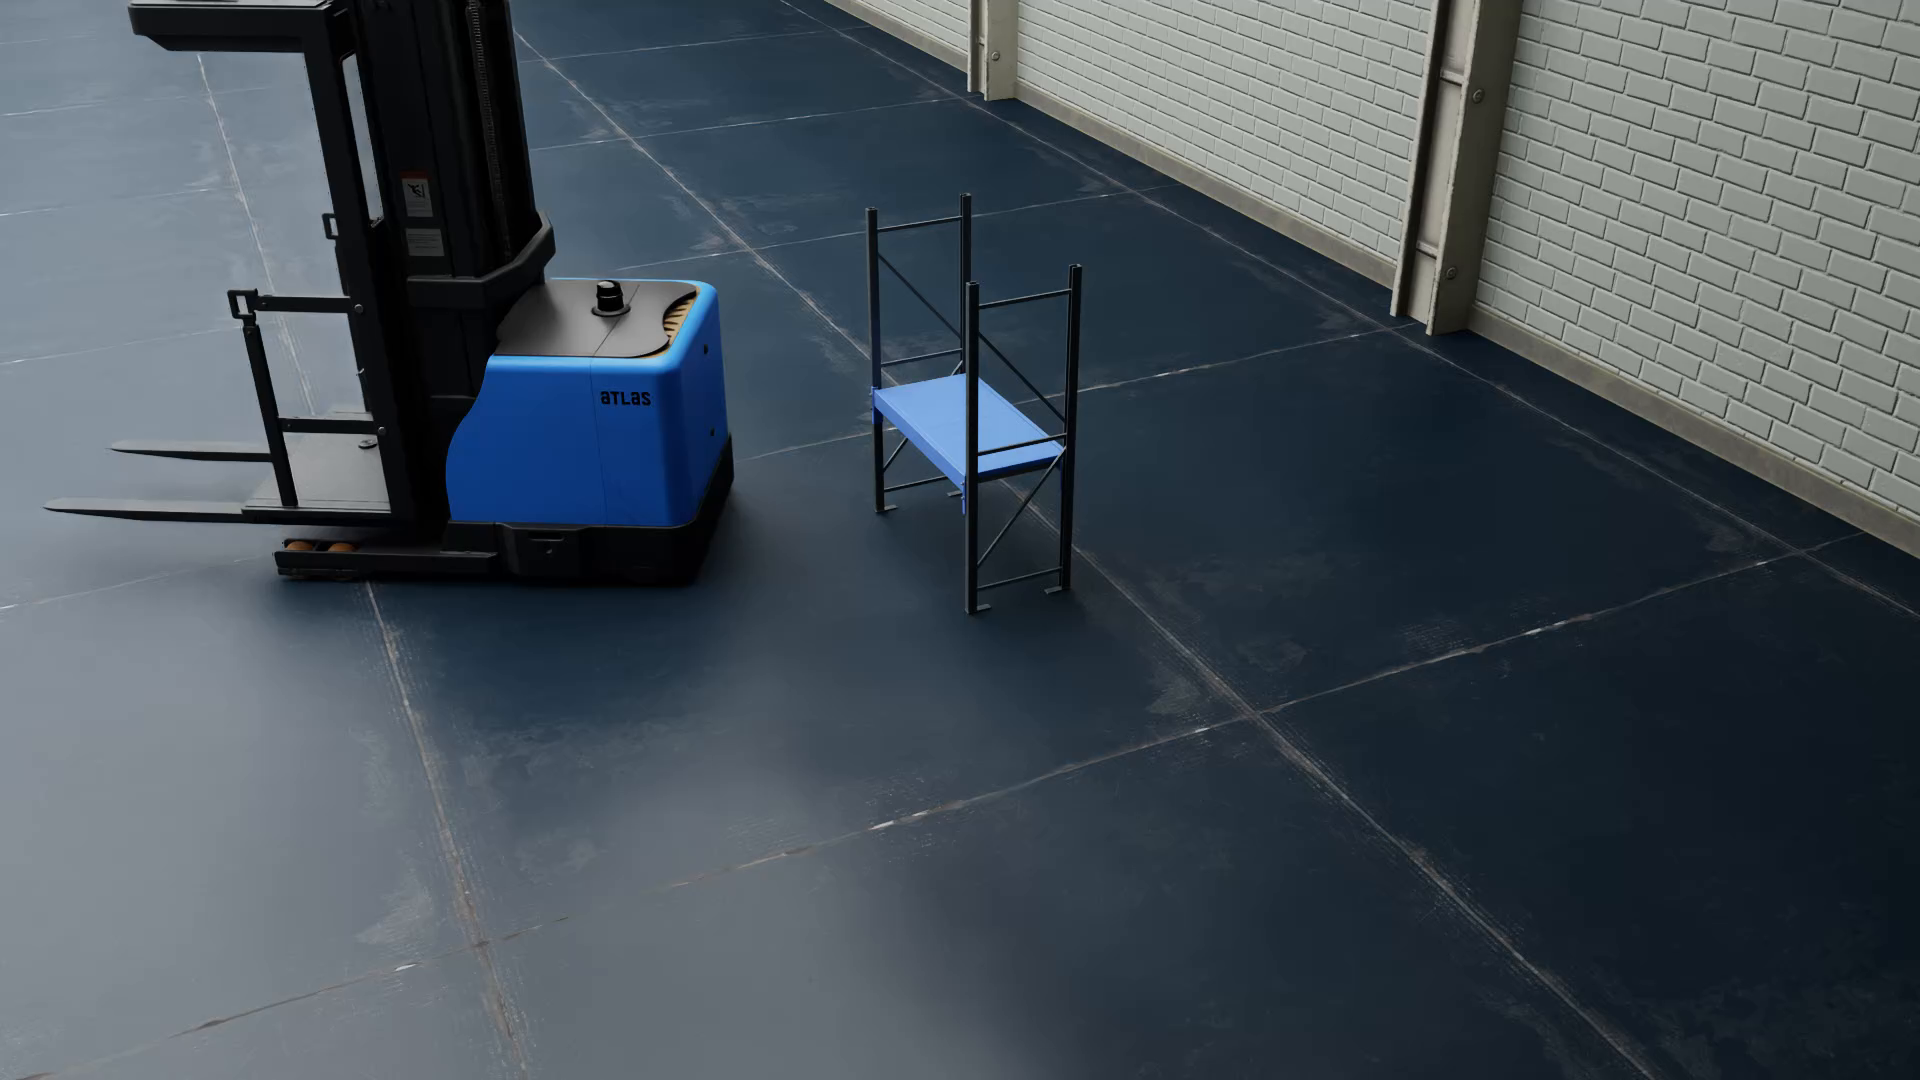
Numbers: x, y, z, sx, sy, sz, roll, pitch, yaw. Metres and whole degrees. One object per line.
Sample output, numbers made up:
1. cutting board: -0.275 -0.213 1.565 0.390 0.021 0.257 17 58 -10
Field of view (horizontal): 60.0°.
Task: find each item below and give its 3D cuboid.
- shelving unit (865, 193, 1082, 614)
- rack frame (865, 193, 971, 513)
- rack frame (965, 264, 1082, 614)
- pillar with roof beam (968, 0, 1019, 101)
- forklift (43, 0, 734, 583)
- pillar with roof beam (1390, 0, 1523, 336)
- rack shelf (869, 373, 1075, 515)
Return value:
1. shelving unit: 0.037 -0.616 7.316 0.538 1.500 1.048 -13 32 -22
2. rack frame: -0.182 -0.841 7.716 0.500 1.500 0.032 -13 32 -22
3. rack frame: 0.255 -0.392 6.916 0.500 1.500 0.032 -13 32 -22
4. pillar with roof beam: -3.598 -7.010 11.050 9.100 9.000 0.400 -13 32 -22
5. forklift: -2.643 -1.353 7.166 3.031 2.935 1.130 2 29 3
6. pillar with roof beam: -1.022 -4.359 6.324 9.100 9.000 0.400 -13 32 -22
7. rack shelf: 0.037 -0.460 7.404 0.538 0.185 1.000 -13 32 -22
